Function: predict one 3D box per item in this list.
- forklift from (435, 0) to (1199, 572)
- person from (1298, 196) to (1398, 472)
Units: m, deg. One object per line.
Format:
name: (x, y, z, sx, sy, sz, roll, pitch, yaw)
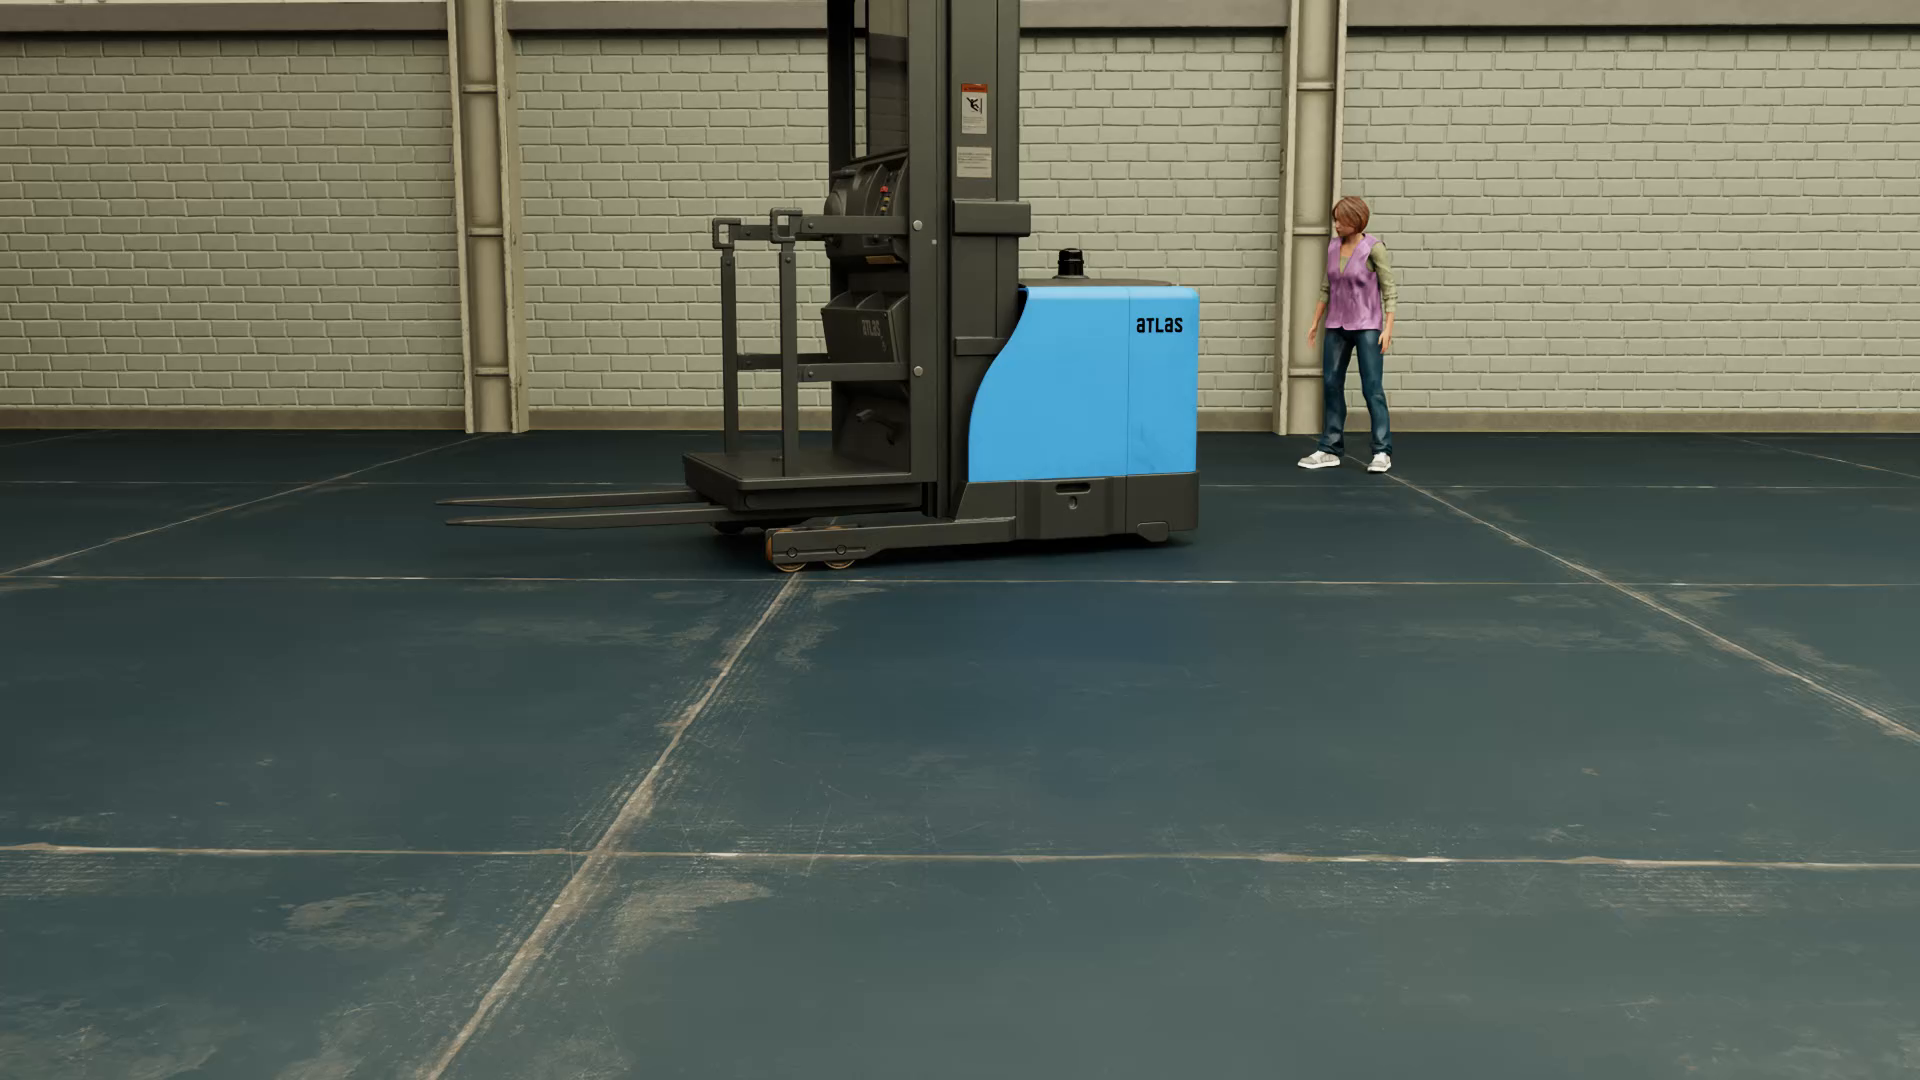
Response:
forklift: (-0.569, -1.416, 6.694, 3.031, 2.935, 1.130, -3, 9, -20)
person: (2.322, -1.212, 9.802, 0.396, 1.599, 0.576, -8, 12, -43)
